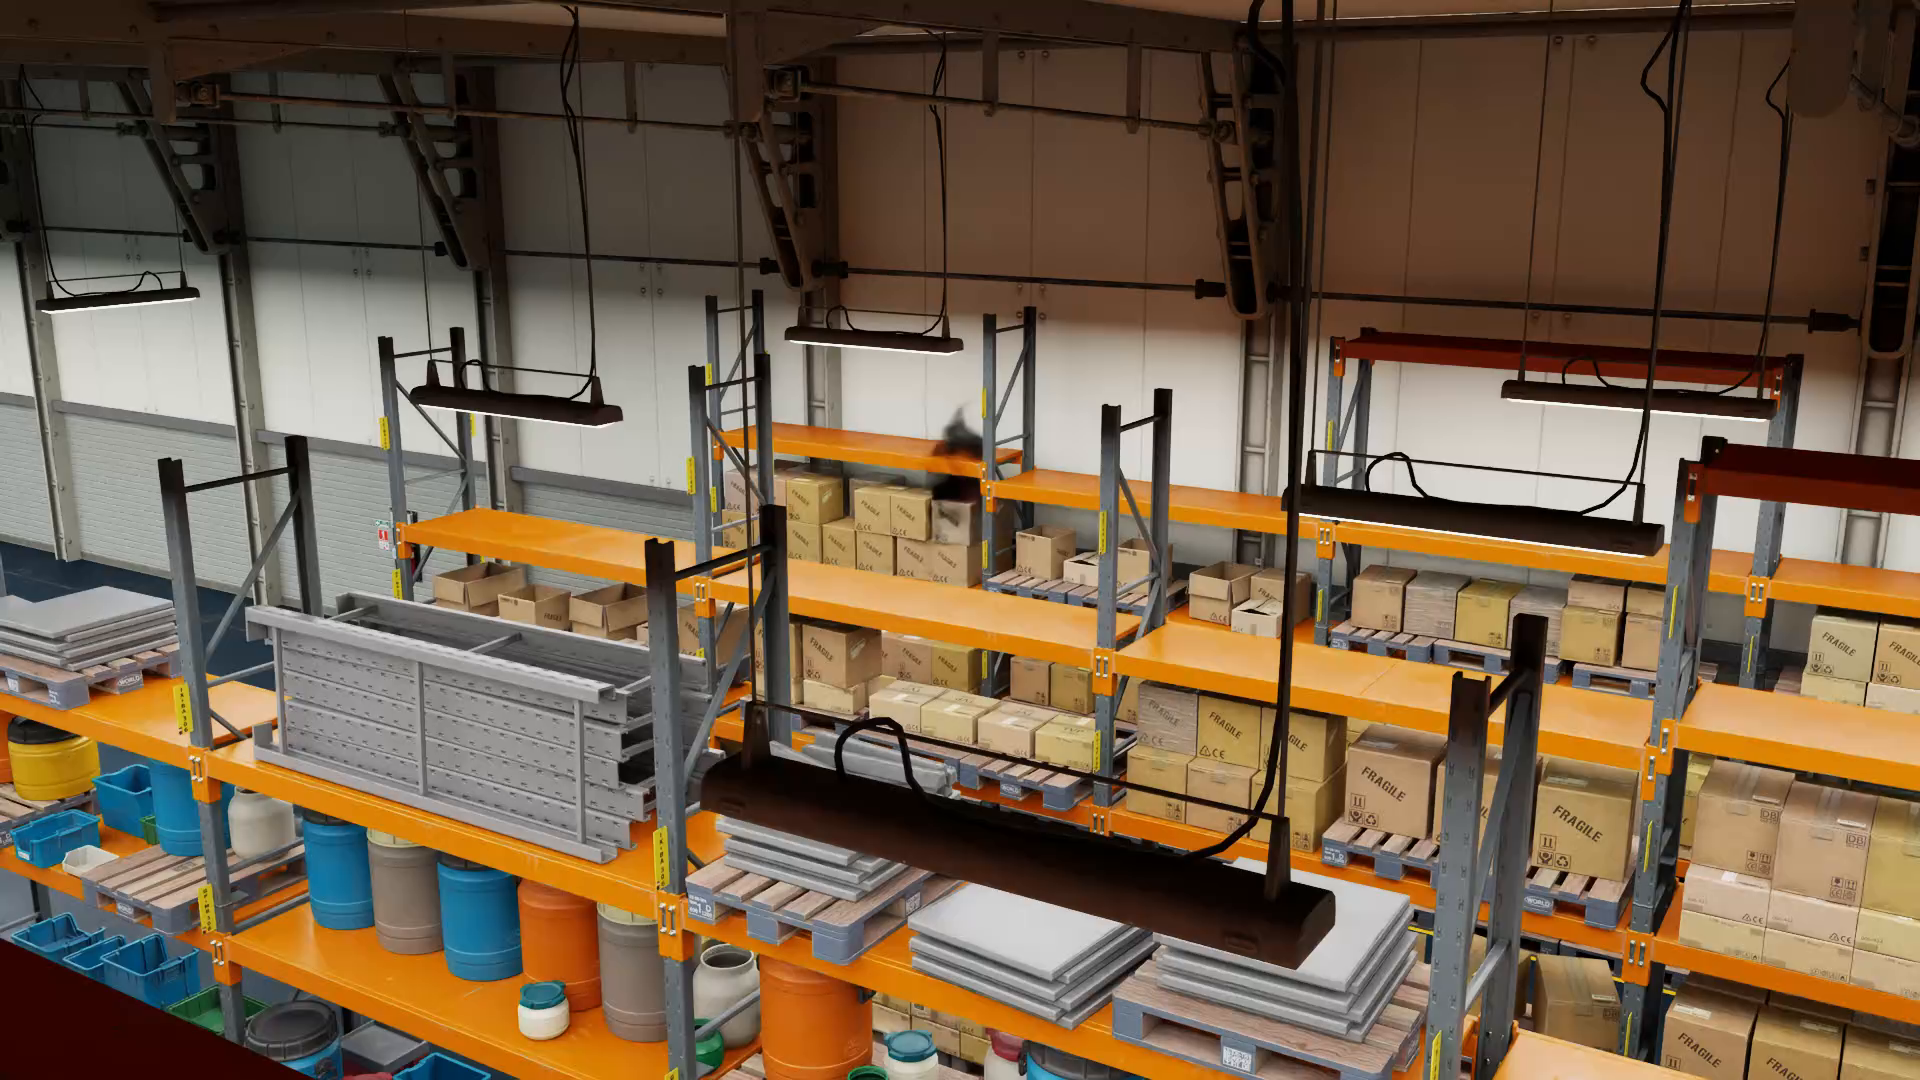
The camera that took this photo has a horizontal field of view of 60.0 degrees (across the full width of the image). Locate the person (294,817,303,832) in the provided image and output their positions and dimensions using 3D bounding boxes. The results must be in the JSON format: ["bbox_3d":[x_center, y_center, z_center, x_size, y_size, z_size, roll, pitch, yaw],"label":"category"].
[{"bbox_3d":[-7.527,2.805,18.392,0.910,1.695,0.632,-9,16,-32],"label":"person"}]
